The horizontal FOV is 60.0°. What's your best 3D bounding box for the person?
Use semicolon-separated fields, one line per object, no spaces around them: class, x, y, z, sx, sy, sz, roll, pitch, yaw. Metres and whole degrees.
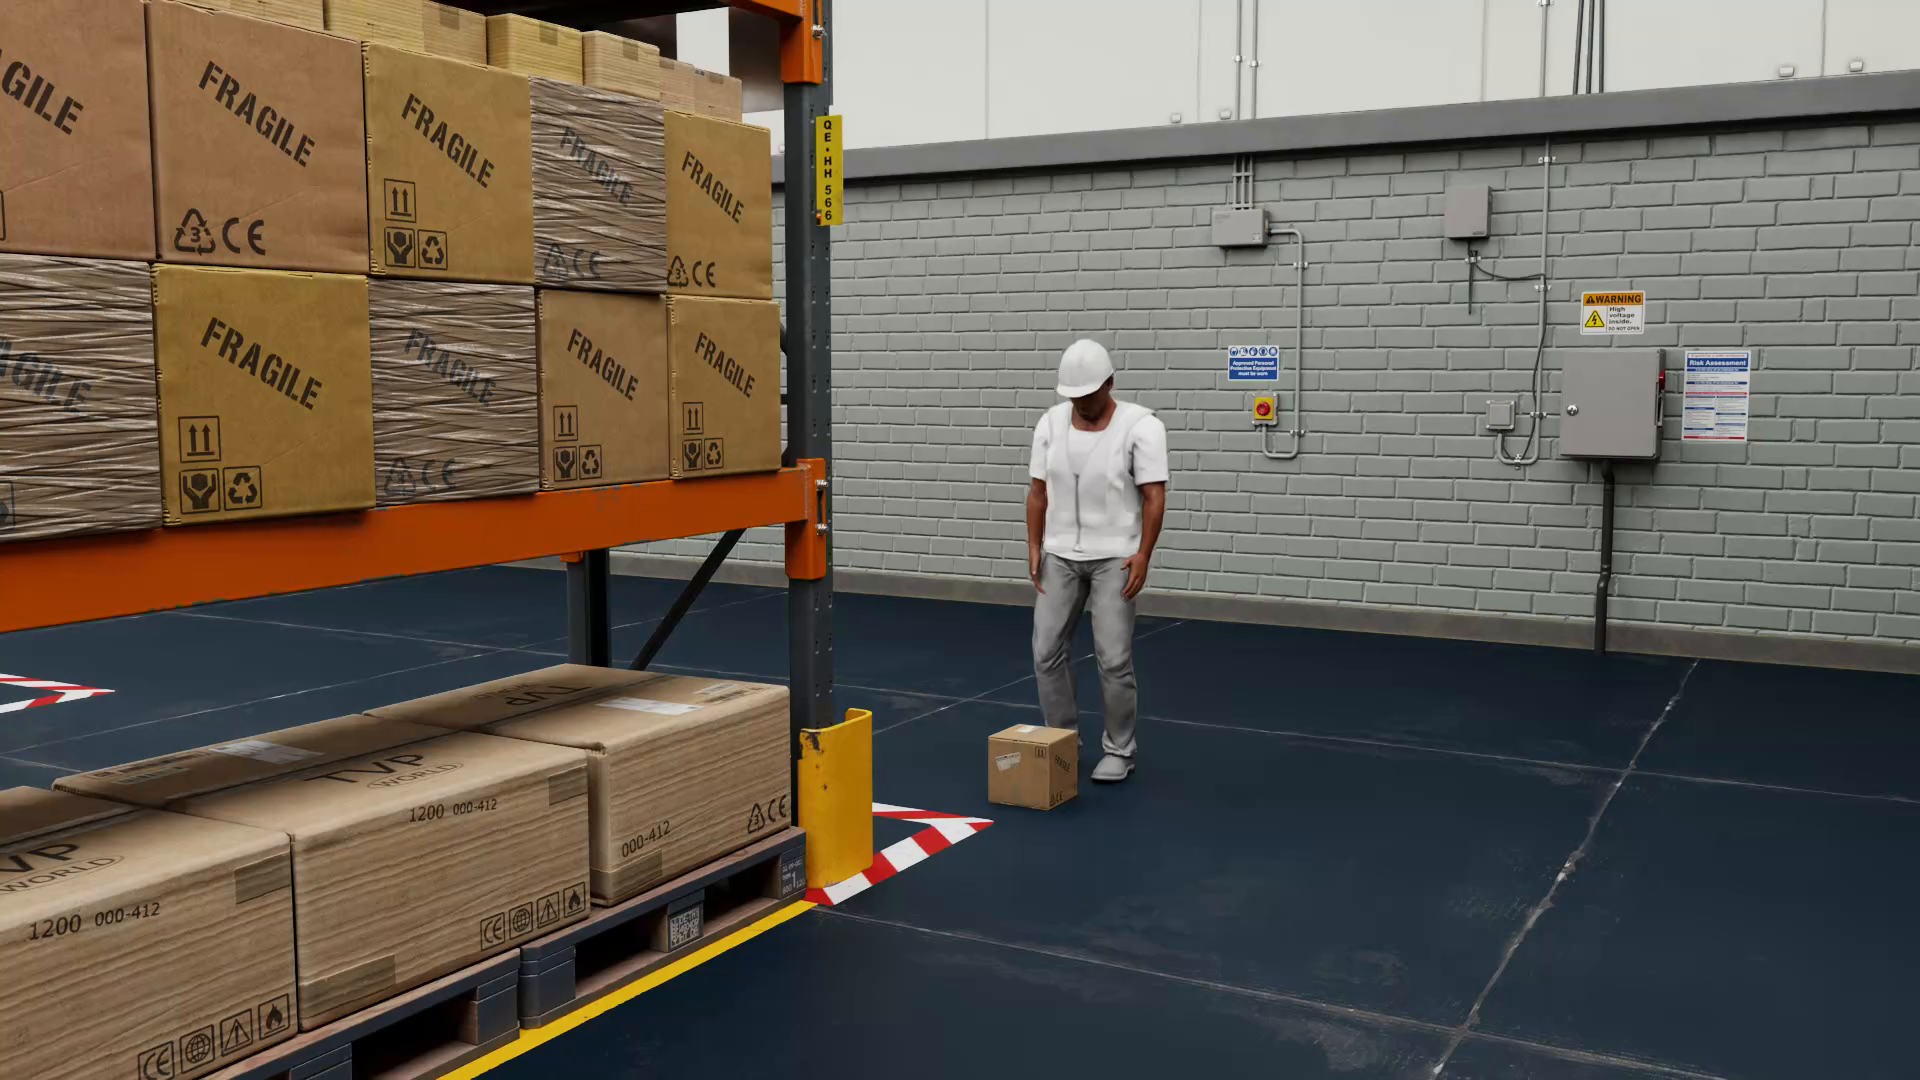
person;0.521;0.077;6.527;0.591;1.717;0.453;3;7;30
